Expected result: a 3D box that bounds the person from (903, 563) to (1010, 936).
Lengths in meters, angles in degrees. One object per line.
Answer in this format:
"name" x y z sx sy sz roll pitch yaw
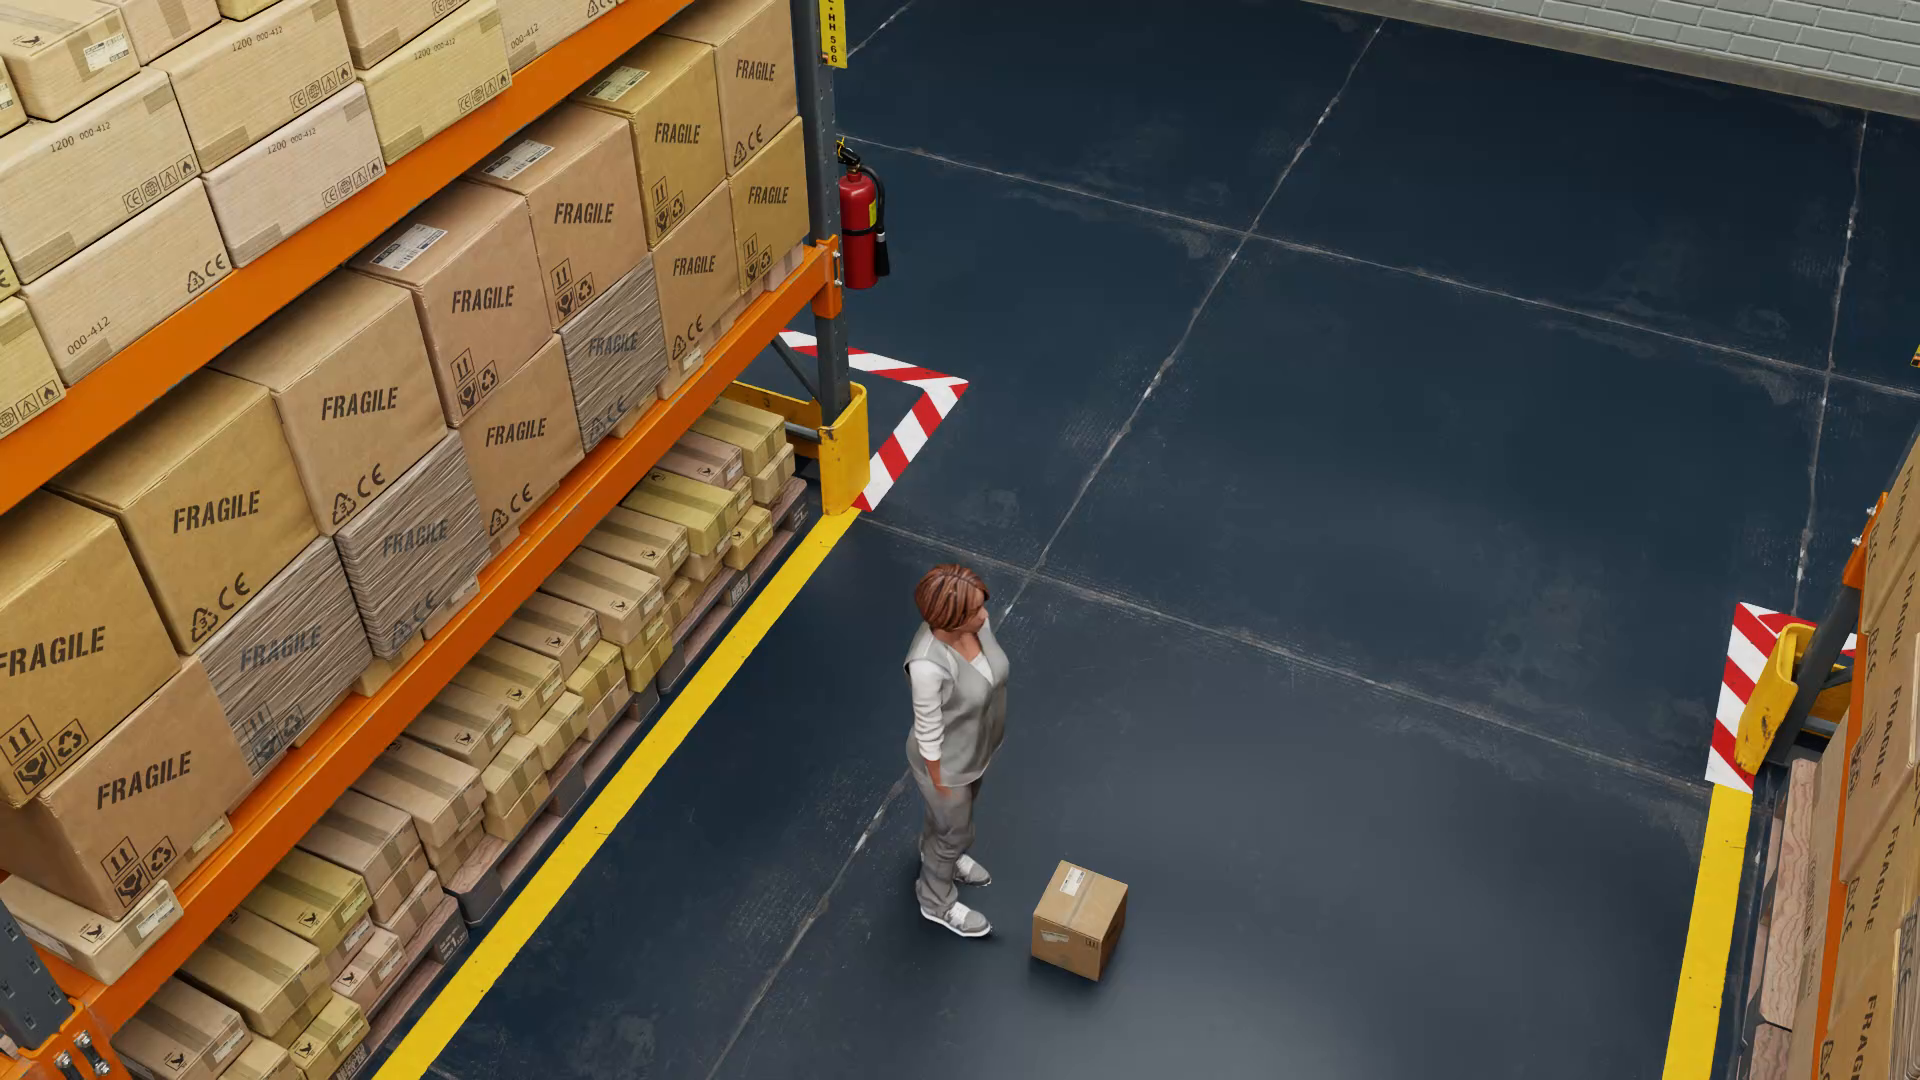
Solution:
"person" -0.012 0.692 5.444 0.369 1.609 0.409 19 46 19
